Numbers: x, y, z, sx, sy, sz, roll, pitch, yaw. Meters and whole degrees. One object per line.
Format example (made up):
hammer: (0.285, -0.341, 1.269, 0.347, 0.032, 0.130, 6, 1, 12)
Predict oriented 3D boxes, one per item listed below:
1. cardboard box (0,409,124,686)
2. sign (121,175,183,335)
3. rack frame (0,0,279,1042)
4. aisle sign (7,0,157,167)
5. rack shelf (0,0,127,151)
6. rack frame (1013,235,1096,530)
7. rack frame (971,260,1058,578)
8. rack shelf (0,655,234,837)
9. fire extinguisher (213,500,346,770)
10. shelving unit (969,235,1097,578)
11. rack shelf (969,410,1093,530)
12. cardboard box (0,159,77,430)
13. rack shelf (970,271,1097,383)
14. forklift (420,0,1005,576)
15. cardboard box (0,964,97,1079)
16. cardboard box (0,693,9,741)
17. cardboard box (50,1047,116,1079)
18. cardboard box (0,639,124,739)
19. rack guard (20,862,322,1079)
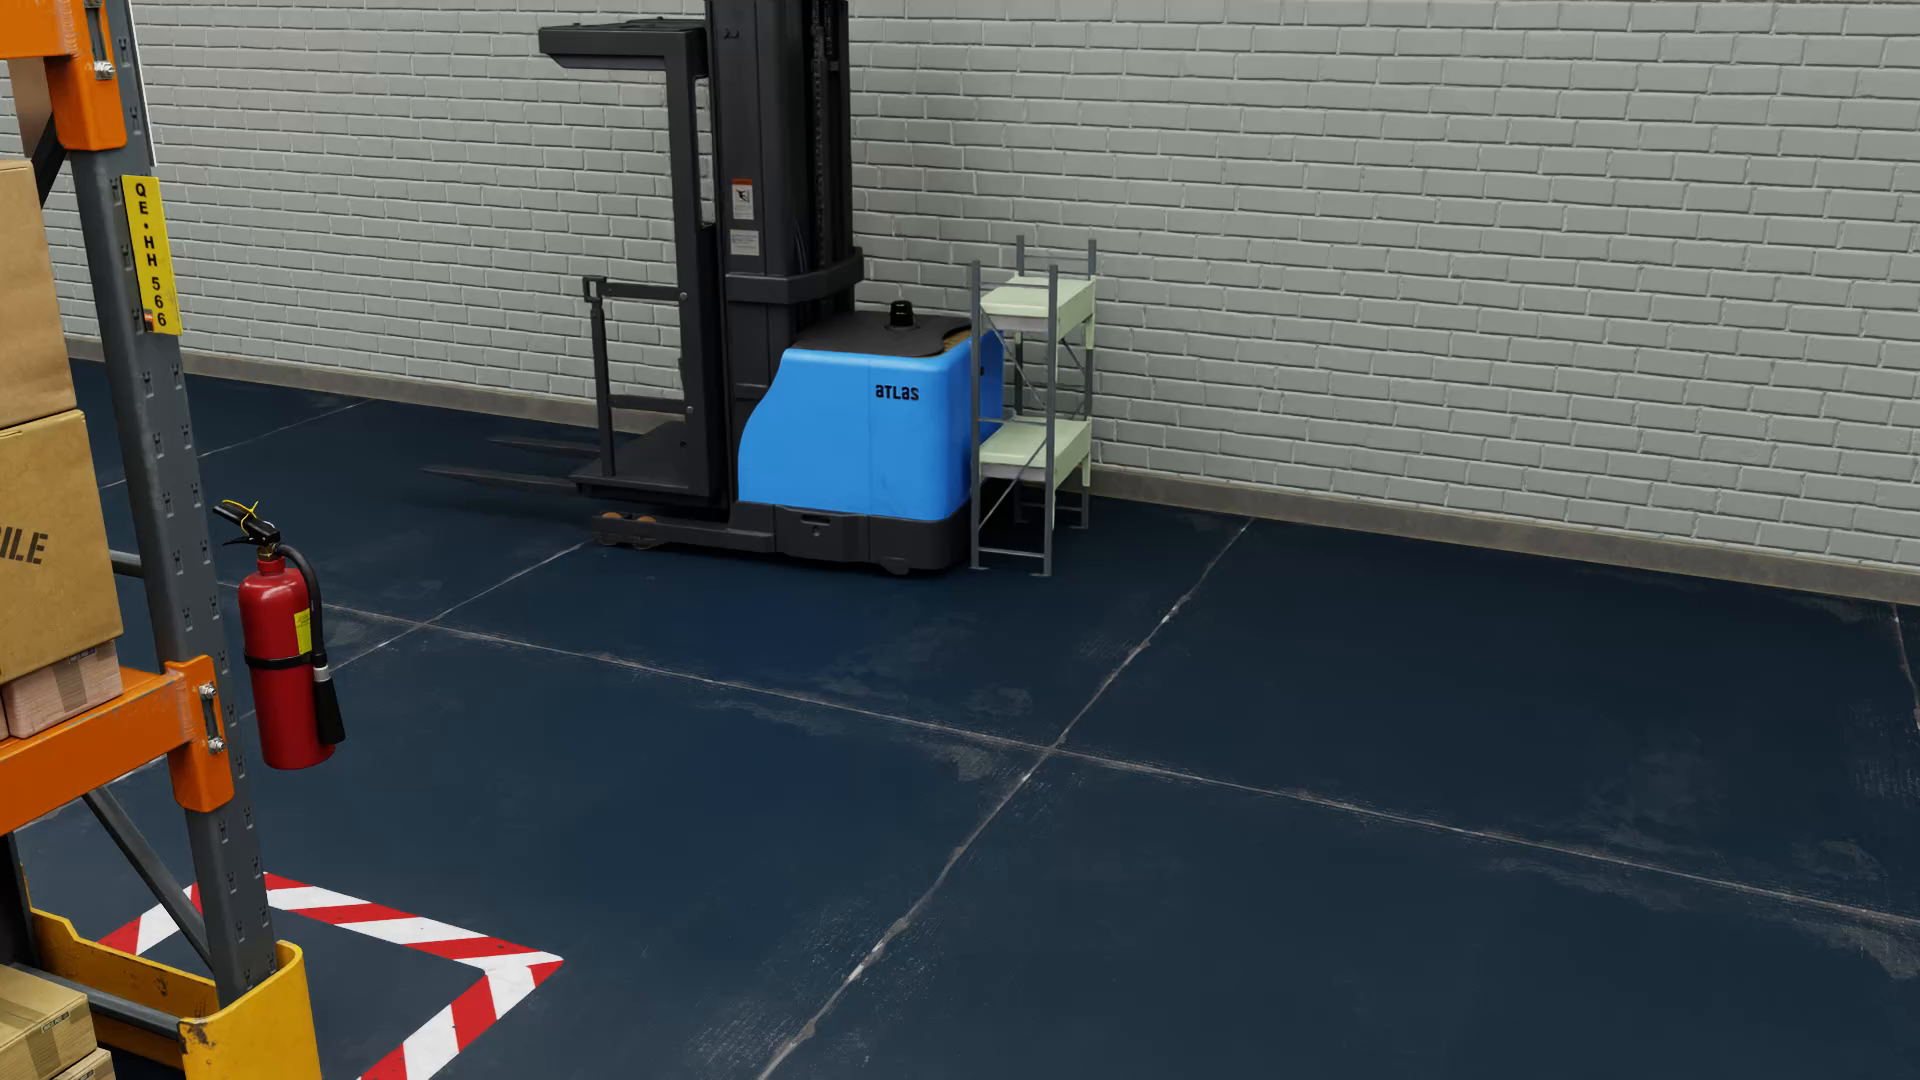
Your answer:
cardboard box: (-2.122, 0.009, 3.375, 0.500, 0.500, 0.500, 9, 21, 24)
sign: (-1.675, -0.589, 3.448, 0.100, 0.325, 0.005, 9, 21, 23)
rack frame: (-2.173, 0.023, 3.927, 1.000, 3.000, 0.127, 9, 21, 23)
aisle sign: (-1.869, -1.183, 3.438, 0.394, 0.787, 0.004, 9, 21, 23)
rack shelf: (-2.992, -0.440, 1.826, 1.077, 0.370, 4.000, 9, 21, 23)
rack frame: (0.473, -0.782, 8.430, 0.400, 1.500, 0.023, 6, 21, 17)
rack frame: (0.247, -0.549, 7.774, 0.400, 1.500, 0.023, 6, 21, 17)
rack shelf: (-2.992, 0.974, 2.328, 1.077, 0.370, 4.000, 9, 21, 23)
fire extinguisher: (-1.649, 0.222, 4.041, 0.296, 0.674, 0.183, 9, 21, 23)
shelving unit: (0.360, -0.666, 8.102, 0.431, 1.500, 0.755, 6, 21, 17)
rack shelf: (0.360, -0.358, 8.211, 0.431, 0.370, 0.720, 6, 21, 17)
cardboard box: (-2.133, -0.461, 3.203, 0.500, 0.500, 0.500, 8, 21, 22)
rack shelf: (0.360, -1.033, 7.971, 0.431, 0.370, 0.720, 6, 21, 17)
forklift: (-1.340, -1.490, 8.285, 3.031, 2.935, 1.130, 6, 21, 18)
cardboard box: (-2.158, 1.085, 3.682, 0.380, 0.149, 0.250, 9, 21, 23)
cardboard box: (-2.185, 0.351, 3.380, 0.380, 0.149, 0.250, 9, 21, 23)
cardboard box: (-2.129, 1.229, 3.720, 0.380, 0.149, 0.250, 8, 21, 21)
cardboard box: (-2.048, 0.280, 3.580, 0.380, 0.149, 0.250, 9, 21, 23)
rack guard: (-2.204, 1.224, 4.280, 1.175, 0.500, 0.348, 9, 21, 23)
